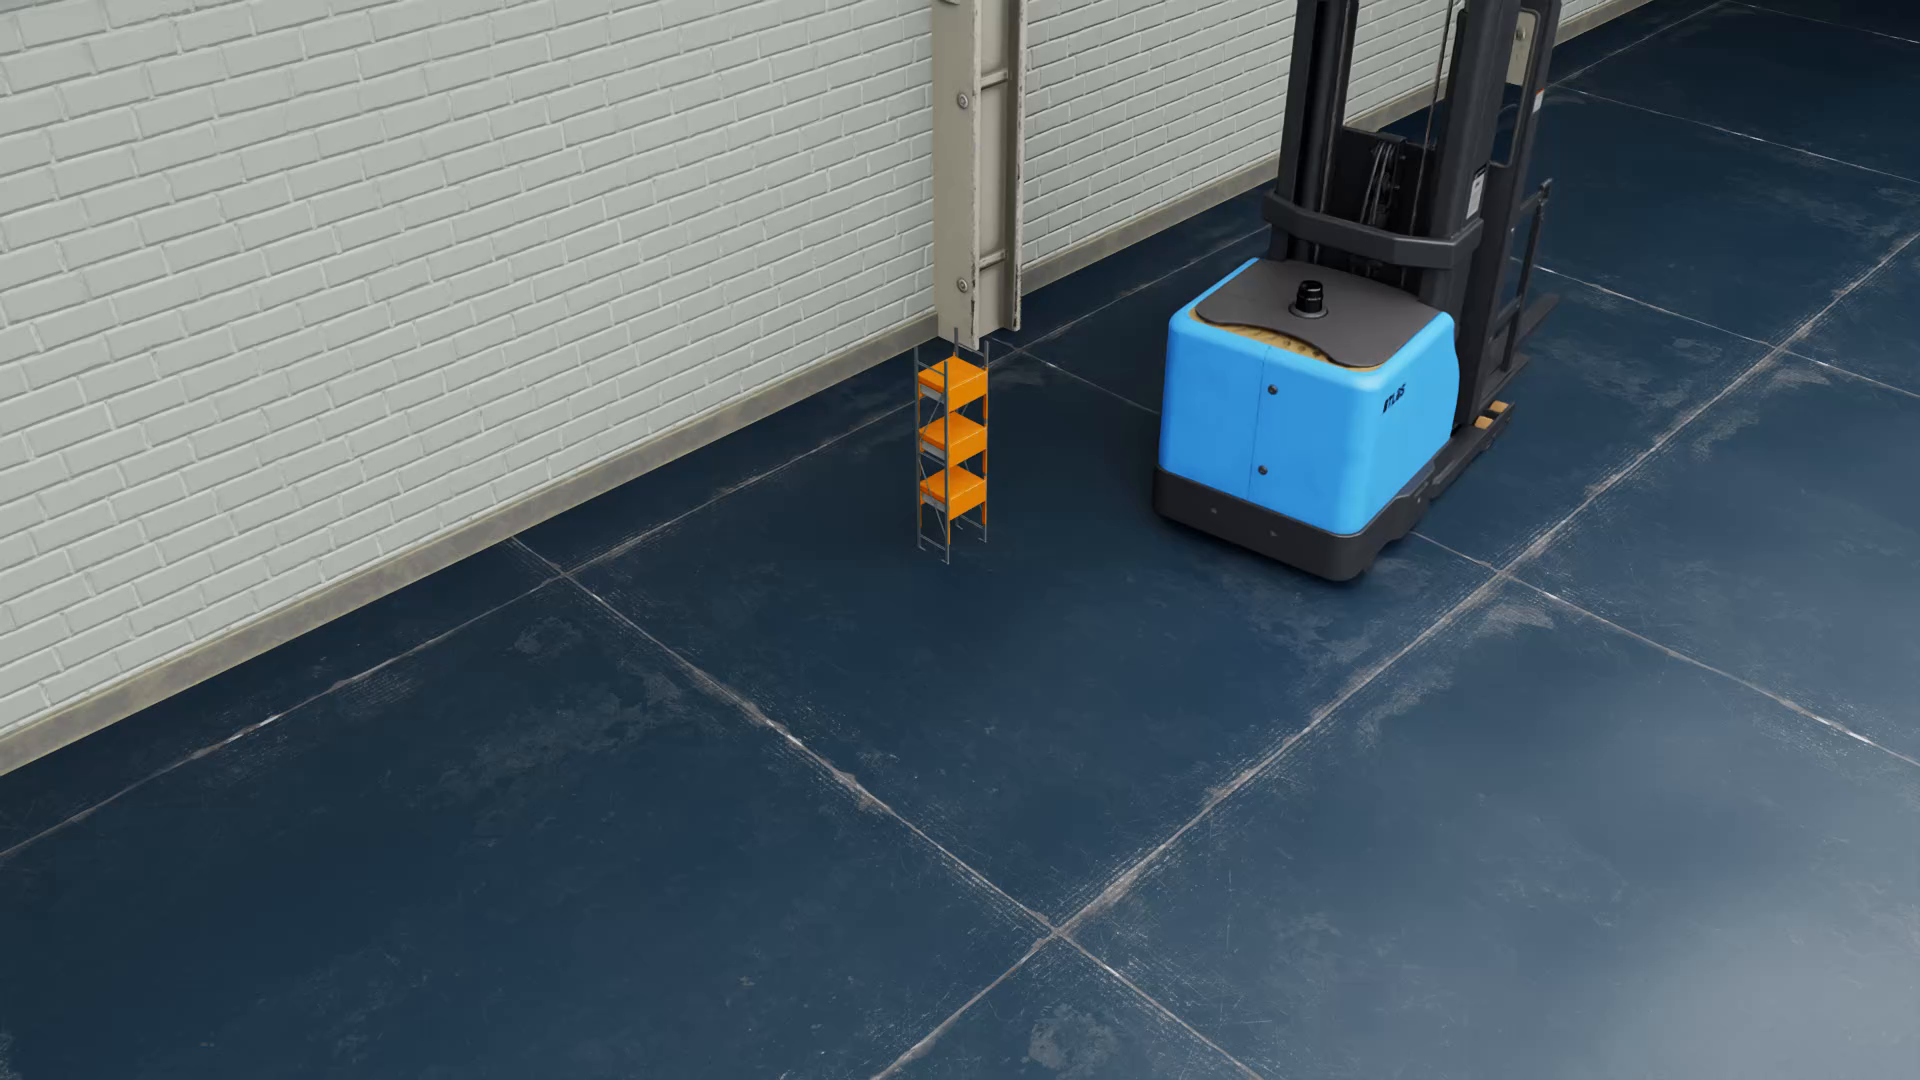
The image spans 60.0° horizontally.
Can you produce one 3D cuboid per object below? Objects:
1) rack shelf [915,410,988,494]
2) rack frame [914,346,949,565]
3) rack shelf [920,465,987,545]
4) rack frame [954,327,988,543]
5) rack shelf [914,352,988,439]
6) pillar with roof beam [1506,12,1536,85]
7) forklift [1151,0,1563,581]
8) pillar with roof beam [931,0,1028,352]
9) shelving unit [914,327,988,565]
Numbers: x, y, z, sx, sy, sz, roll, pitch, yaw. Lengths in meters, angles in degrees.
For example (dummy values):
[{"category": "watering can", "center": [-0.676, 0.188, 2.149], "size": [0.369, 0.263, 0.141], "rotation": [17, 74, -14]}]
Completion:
[{"category": "rack shelf", "center": [-0.038, -0.400, 7.425], "size": [0.215, 0.259, 0.240], "rotation": [30, 45, 35]}, {"category": "rack frame", "center": [-0.124, -0.359, 7.347], "size": [0.200, 1.050, 0.008], "rotation": [30, 45, 35]}, {"category": "rack shelf", "center": [-0.038, -0.172, 7.584], "size": [0.215, 0.259, 0.240], "rotation": [30, 45, 35]}, {"category": "rack frame", "center": [0.048, -0.458, 7.490], "size": [0.200, 1.050, 0.008], "rotation": [30, 45, 35]}, {"category": "rack shelf", "center": [-0.038, -0.633, 7.262], "size": [0.215, 0.259, 0.240], "rotation": [30, 45, 35]}, {"category": "pillar with roof beam", "center": [7.383, -5.580, 7.885], "size": [9.100, 9.000, 0.400], "rotation": [30, 45, 35]}, {"category": "forklift", "center": [2.187, -1.810, 7.783], "size": [1.130, 2.935, 3.031], "rotation": [23, 41, 29]}, {"category": "pillar with roof beam", "center": [3.155, -3.144, 4.392], "size": [9.100, 9.000, 0.400], "rotation": [30, 45, 35]}, {"category": "shelving unit", "center": [-0.038, -0.409, 7.419], "size": [0.215, 1.050, 0.252], "rotation": [30, 45, 35]}]
